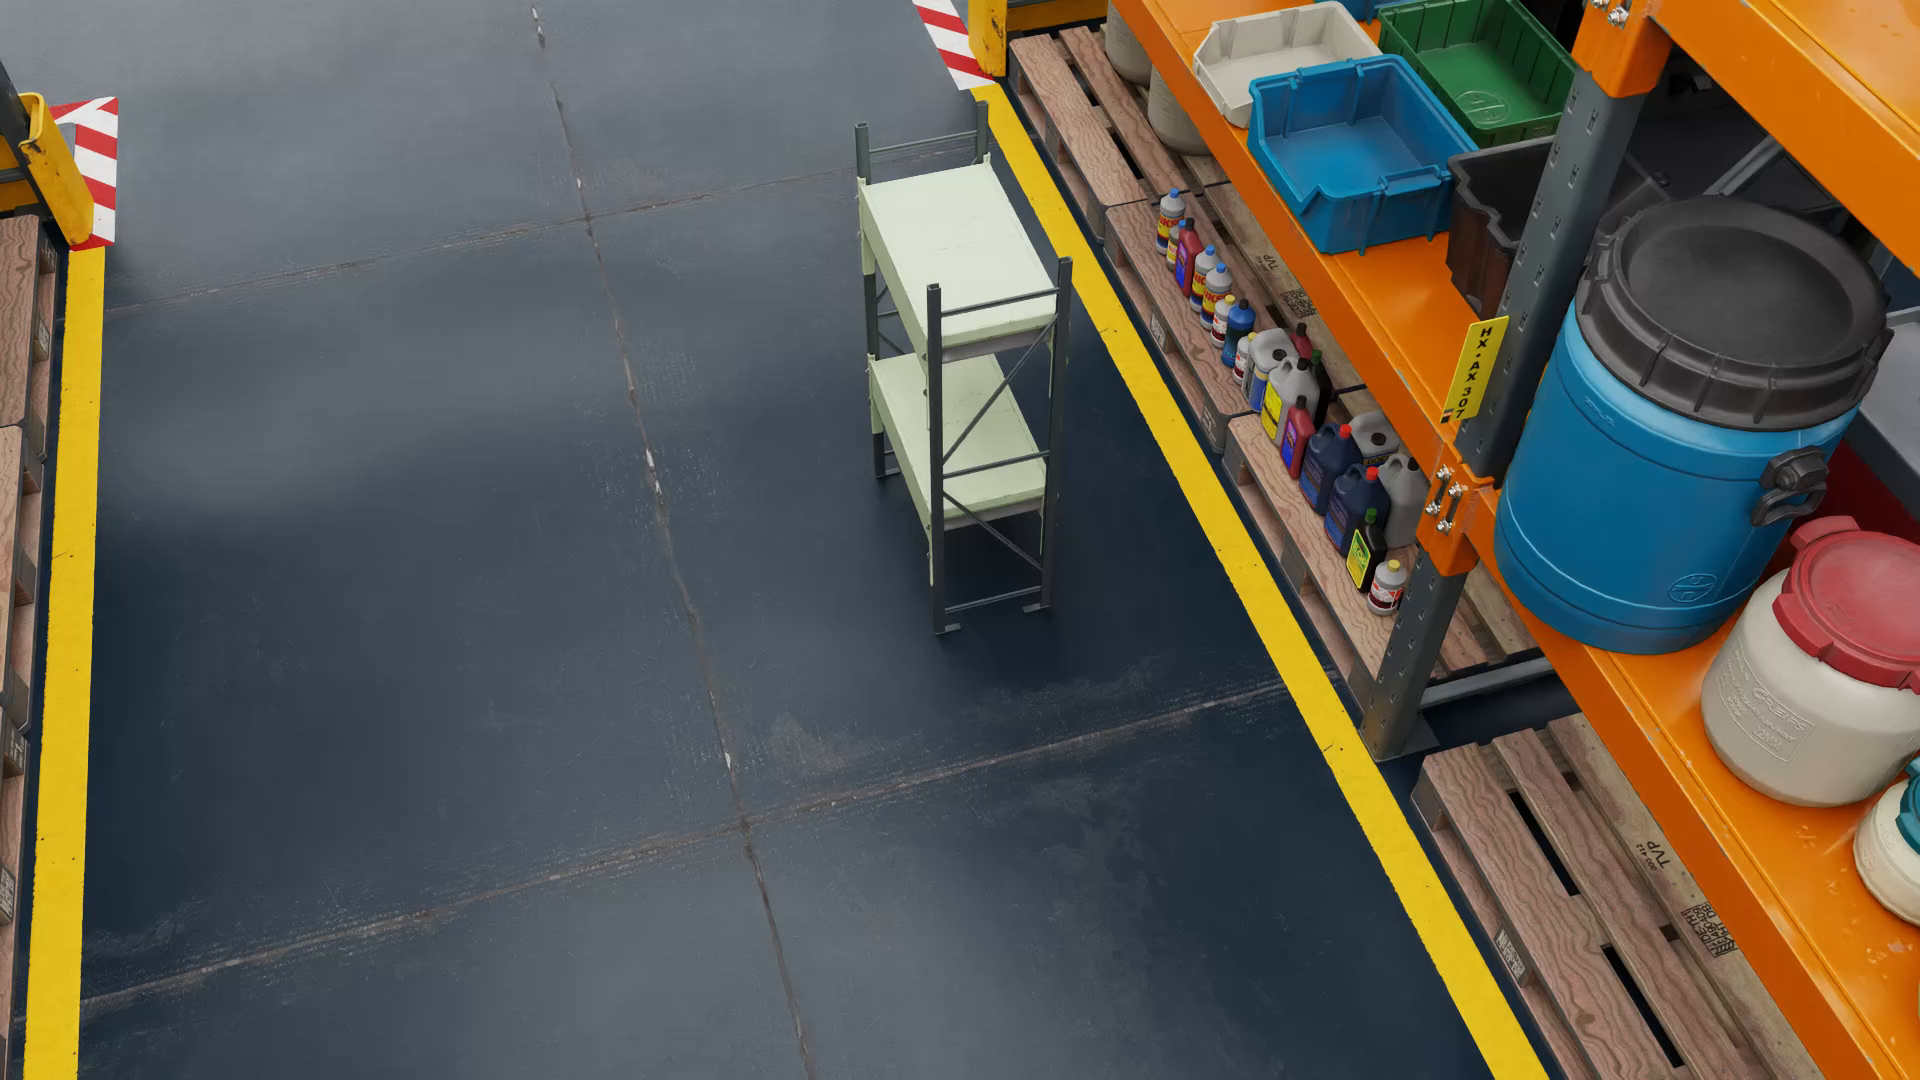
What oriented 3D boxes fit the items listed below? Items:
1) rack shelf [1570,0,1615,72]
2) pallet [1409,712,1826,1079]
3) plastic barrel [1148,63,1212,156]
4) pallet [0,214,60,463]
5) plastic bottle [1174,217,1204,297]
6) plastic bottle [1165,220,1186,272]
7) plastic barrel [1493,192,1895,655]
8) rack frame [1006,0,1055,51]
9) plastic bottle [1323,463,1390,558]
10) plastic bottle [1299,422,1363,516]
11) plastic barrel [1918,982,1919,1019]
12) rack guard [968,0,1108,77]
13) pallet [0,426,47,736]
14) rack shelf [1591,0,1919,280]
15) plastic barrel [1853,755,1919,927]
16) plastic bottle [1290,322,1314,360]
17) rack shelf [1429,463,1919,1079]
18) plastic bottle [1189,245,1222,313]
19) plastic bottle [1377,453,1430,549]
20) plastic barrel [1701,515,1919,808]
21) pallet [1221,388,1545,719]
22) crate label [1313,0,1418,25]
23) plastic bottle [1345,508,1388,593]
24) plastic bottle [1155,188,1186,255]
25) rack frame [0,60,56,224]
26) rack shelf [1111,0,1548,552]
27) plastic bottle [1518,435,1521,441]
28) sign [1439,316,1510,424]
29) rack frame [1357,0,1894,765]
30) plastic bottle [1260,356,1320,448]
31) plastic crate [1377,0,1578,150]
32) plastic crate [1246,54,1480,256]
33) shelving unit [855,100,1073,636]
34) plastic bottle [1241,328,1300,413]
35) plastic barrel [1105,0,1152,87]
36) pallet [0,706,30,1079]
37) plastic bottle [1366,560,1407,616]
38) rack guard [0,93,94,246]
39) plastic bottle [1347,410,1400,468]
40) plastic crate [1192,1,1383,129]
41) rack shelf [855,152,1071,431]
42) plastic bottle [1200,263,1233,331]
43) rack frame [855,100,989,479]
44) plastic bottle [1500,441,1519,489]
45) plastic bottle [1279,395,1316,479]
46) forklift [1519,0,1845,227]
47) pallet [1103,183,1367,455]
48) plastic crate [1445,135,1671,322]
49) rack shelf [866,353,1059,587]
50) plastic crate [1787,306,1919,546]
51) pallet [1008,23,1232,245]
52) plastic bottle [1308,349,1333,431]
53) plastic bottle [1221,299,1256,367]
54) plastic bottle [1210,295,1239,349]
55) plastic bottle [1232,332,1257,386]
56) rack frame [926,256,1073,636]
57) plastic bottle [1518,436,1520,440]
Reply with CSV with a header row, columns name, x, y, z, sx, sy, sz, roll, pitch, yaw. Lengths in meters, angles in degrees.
name,x,y,z,sx,sy,sz,roll,pitch,yaw
rack shelf,1.155,-2.623,4.508,1.077,0.370,4.000,-13,51,-11
pallet,2.016,1.037,4.738,1.003,0.211,1.213,-13,51,-11
plastic barrel,0.980,-1.852,6.702,0.421,0.512,0.421,0,50,0
pallet,-3.939,-0.673,6.179,1.003,0.211,1.213,-13,51,-11
plastic bottle,0.852,-1.050,6.163,0.061,0.283,0.133,-13,51,-10
plastic bottle,0.833,-1.118,6.273,0.097,0.201,0.097,0,50,0
plastic barrel,1.572,-0.238,3.661,0.600,0.901,0.708,-13,51,-11
rack frame,0.564,-3.348,6.611,1.000,3.000,0.127,-13,51,-11
plastic bottle,1.281,-0.120,5.334,0.144,0.351,0.185,-15,51,-12
plastic bottle,1.224,-0.260,5.452,0.144,0.351,0.185,-16,52,-13
plastic barrel,2.037,0.814,3.013,0.433,0.535,0.433,0,50,0
rack guard,0.631,-2.498,7.529,1.175,0.500,0.348,-13,51,-11
pallet,-3.582,0.217,5.429,1.003,0.211,1.213,-13,51,-11
rack shelf,2.338,0.299,2.045,1.077,0.370,4.000,-13,51,-11
plastic barrel,1.992,0.619,3.357,0.301,0.262,0.301,0,50,0
plastic bottle,1.186,-0.618,5.798,0.061,0.283,0.133,-13,51,-11
rack shelf,2.338,1.266,3.192,1.077,0.370,4.000,-13,51,-11
plastic bottle,0.904,-0.966,6.099,0.097,0.271,0.097,0,50,0
plastic bottle,1.419,-0.153,5.362,0.144,0.351,0.185,-13,51,-11
plastic barrel,1.820,0.278,3.465,0.433,0.535,0.433,0,50,0
pallet,1.588,-0.028,5.636,1.003,0.211,1.213,-13,51,-11
crate label,1.367,-2.077,5.516,0.502,0.435,0.616,-13,51,-11
plastic bottle,1.289,0.030,5.252,0.061,0.283,0.133,-11,51,-9
plastic bottle,0.802,-1.216,6.310,0.097,0.271,0.097,0,50,0
rack frame,-4.168,-2.228,5.667,1.000,3.000,0.127,-13,51,-11
rack shelf,1.155,-1.656,5.654,1.077,0.370,4.000,-13,51,-11
plastic bottle,1.904,-0.398,5.569,0.144,0.351,0.185,-12,51,-10
sign,1.218,-0.400,3.944,0.100,0.325,0.005,-13,51,-11
rack frame,1.747,-0.427,4.148,1.000,3.000,0.127,-13,51,-11
plastic bottle,1.129,-0.496,5.651,0.144,0.351,0.185,-14,51,-11
plastic crate,1.615,-1.414,5.119,0.450,0.188,0.662,-13,51,-11
plastic crate,1.160,-1.126,4.834,0.499,0.251,0.616,-13,51,-11
shelving unit,-0.002,-0.488,5.181,0.431,1.500,0.755,-13,51,-11
plastic bottle,1.084,-0.592,5.781,0.152,0.276,0.135,-12,51,-10
plastic barrel,0.831,-2.218,7.011,0.421,0.512,0.421,0,50,0
pallet,-3.217,1.109,4.677,1.003,0.211,1.213,-13,51,-11
plastic bottle,1.342,0.139,5.214,0.097,0.201,0.097,0,50,0
rack guard,-4.145,-1.367,6.576,1.175,0.500,0.348,-13,51,-11
plastic bottle,1.358,-0.288,5.525,0.152,0.276,0.135,-13,51,-11
plastic crate,1.025,-1.471,5.200,0.530,0.136,0.437,-13,51,-11
rack shelf,-0.002,-0.740,4.882,0.431,0.370,0.720,-13,51,-11
plastic bottle,0.933,-0.893,6.037,0.097,0.271,0.097,0,50,0
rack frame,-0.110,-0.756,5.406,0.400,1.500,0.023,-13,51,-11
plastic bottle,1.848,-0.230,5.471,0.061,0.283,0.133,-13,51,-11
plastic bottle,1.136,-0.348,5.570,0.061,0.283,0.133,-10,51,-9
forklift,2.776,-2.237,5.719,1.130,2.935,3.031,-13,51,-11
pallet,1.224,-0.921,6.388,1.003,0.211,1.213,-13,51,-11
plastic crate,1.713,-0.818,4.518,0.767,0.338,0.504,-13,51,-11
rack shelf,-0.002,-0.278,5.430,0.431,0.370,0.720,-13,51,-11
plastic crate,2.182,-0.163,3.884,0.402,0.464,0.583,-13,51,-11
pallet,0.866,-1.810,7.138,1.003,0.211,1.213,-13,51,-11
plastic bottle,1.219,-0.516,5.712,0.061,0.283,0.133,-13,51,-11
plastic bottle,0.993,-0.745,5.913,0.097,0.271,0.097,0,50,0
plastic bottle,0.963,-0.798,6.003,0.097,0.201,0.097,0,50,0
plastic bottle,1.023,-0.648,5.877,0.097,0.201,0.097,0,50,0
rack frame,0.106,-0.221,4.955,0.400,1.500,0.023,-13,51,-11
plastic bottle,1.767,-0.366,5.541,0.144,0.351,0.185,-13,51,-11
